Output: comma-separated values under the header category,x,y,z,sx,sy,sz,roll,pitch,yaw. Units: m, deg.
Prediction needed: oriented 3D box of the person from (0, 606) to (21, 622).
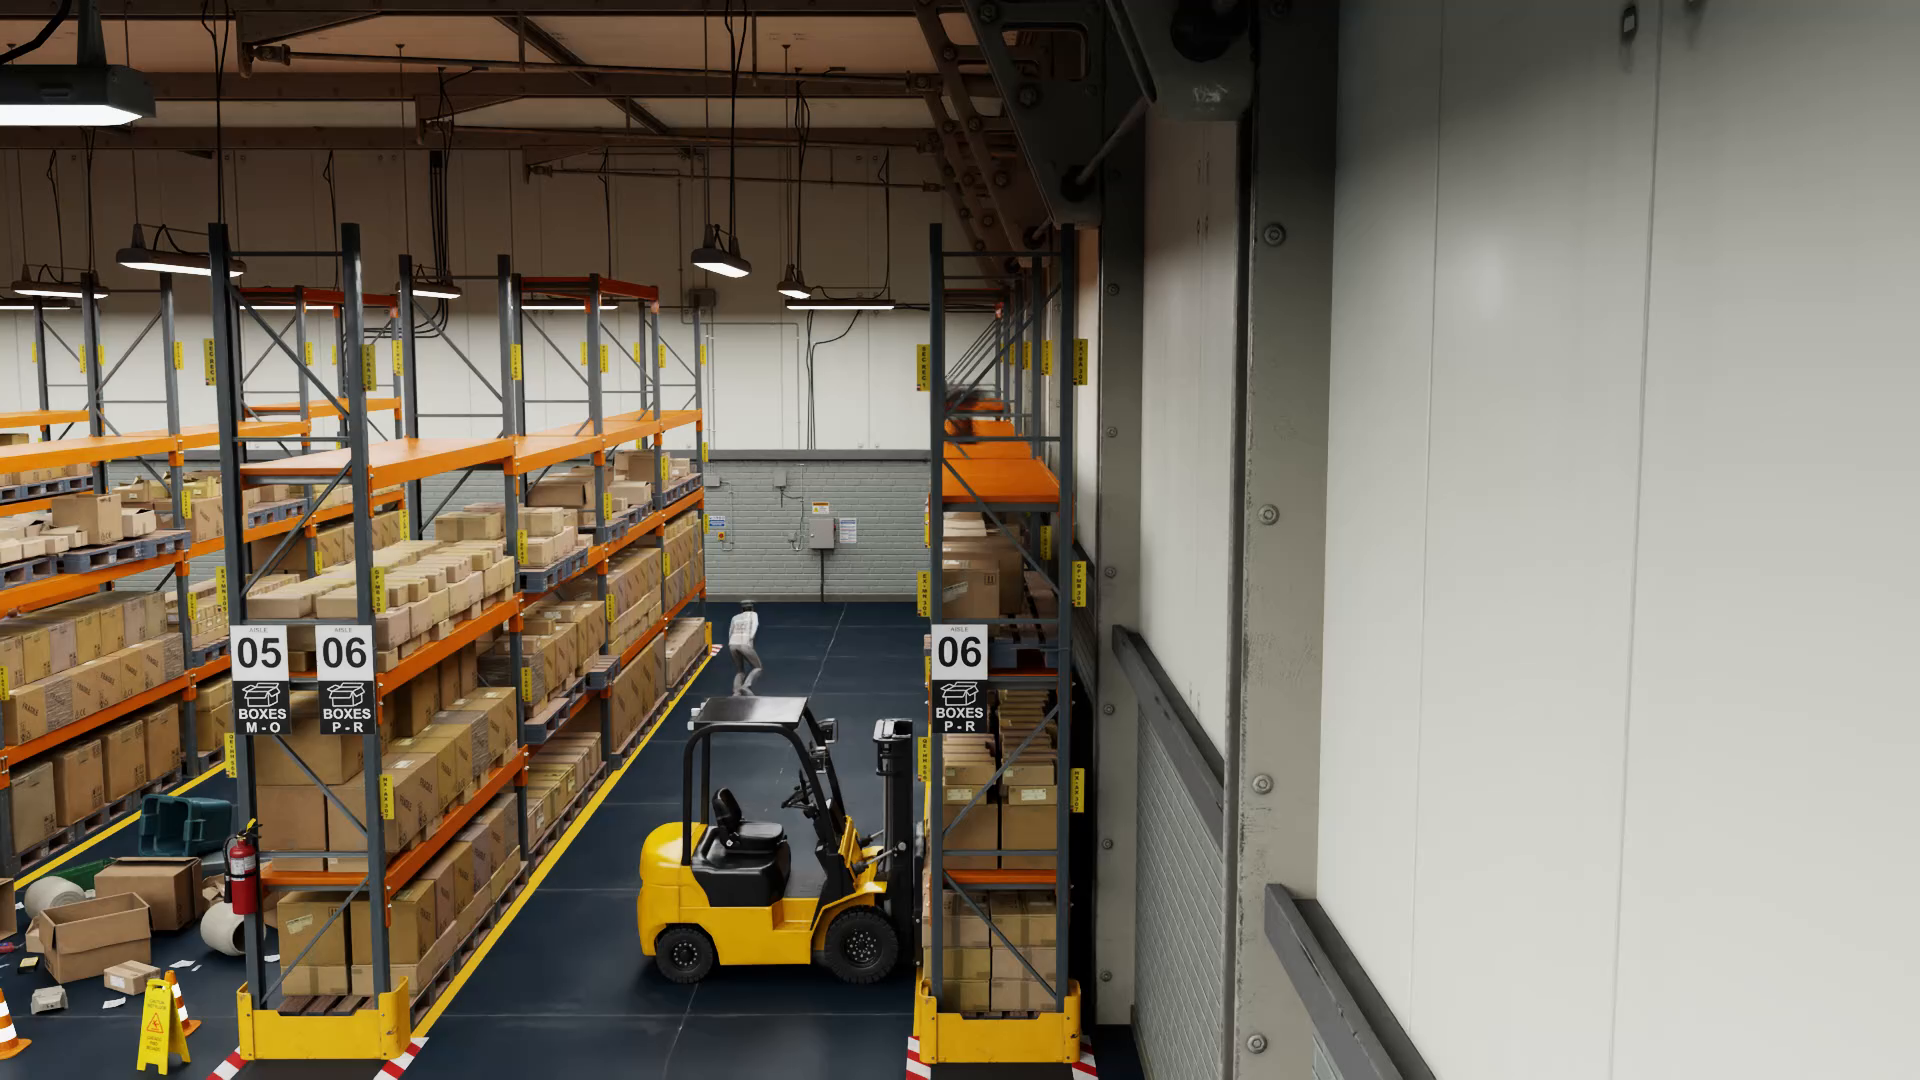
category,x,y,z,sx,sy,sz,roll,pitch,yaw
person,-13.107,1.657,23.253,0.595,1.675,0.901,1,7,5

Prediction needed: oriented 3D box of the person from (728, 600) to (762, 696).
category,x,y,z,sx,sy,sz,roll,pitch,yaw
person,-3.158,1.614,24.452,0.653,1.407,0.885,3,7,21
